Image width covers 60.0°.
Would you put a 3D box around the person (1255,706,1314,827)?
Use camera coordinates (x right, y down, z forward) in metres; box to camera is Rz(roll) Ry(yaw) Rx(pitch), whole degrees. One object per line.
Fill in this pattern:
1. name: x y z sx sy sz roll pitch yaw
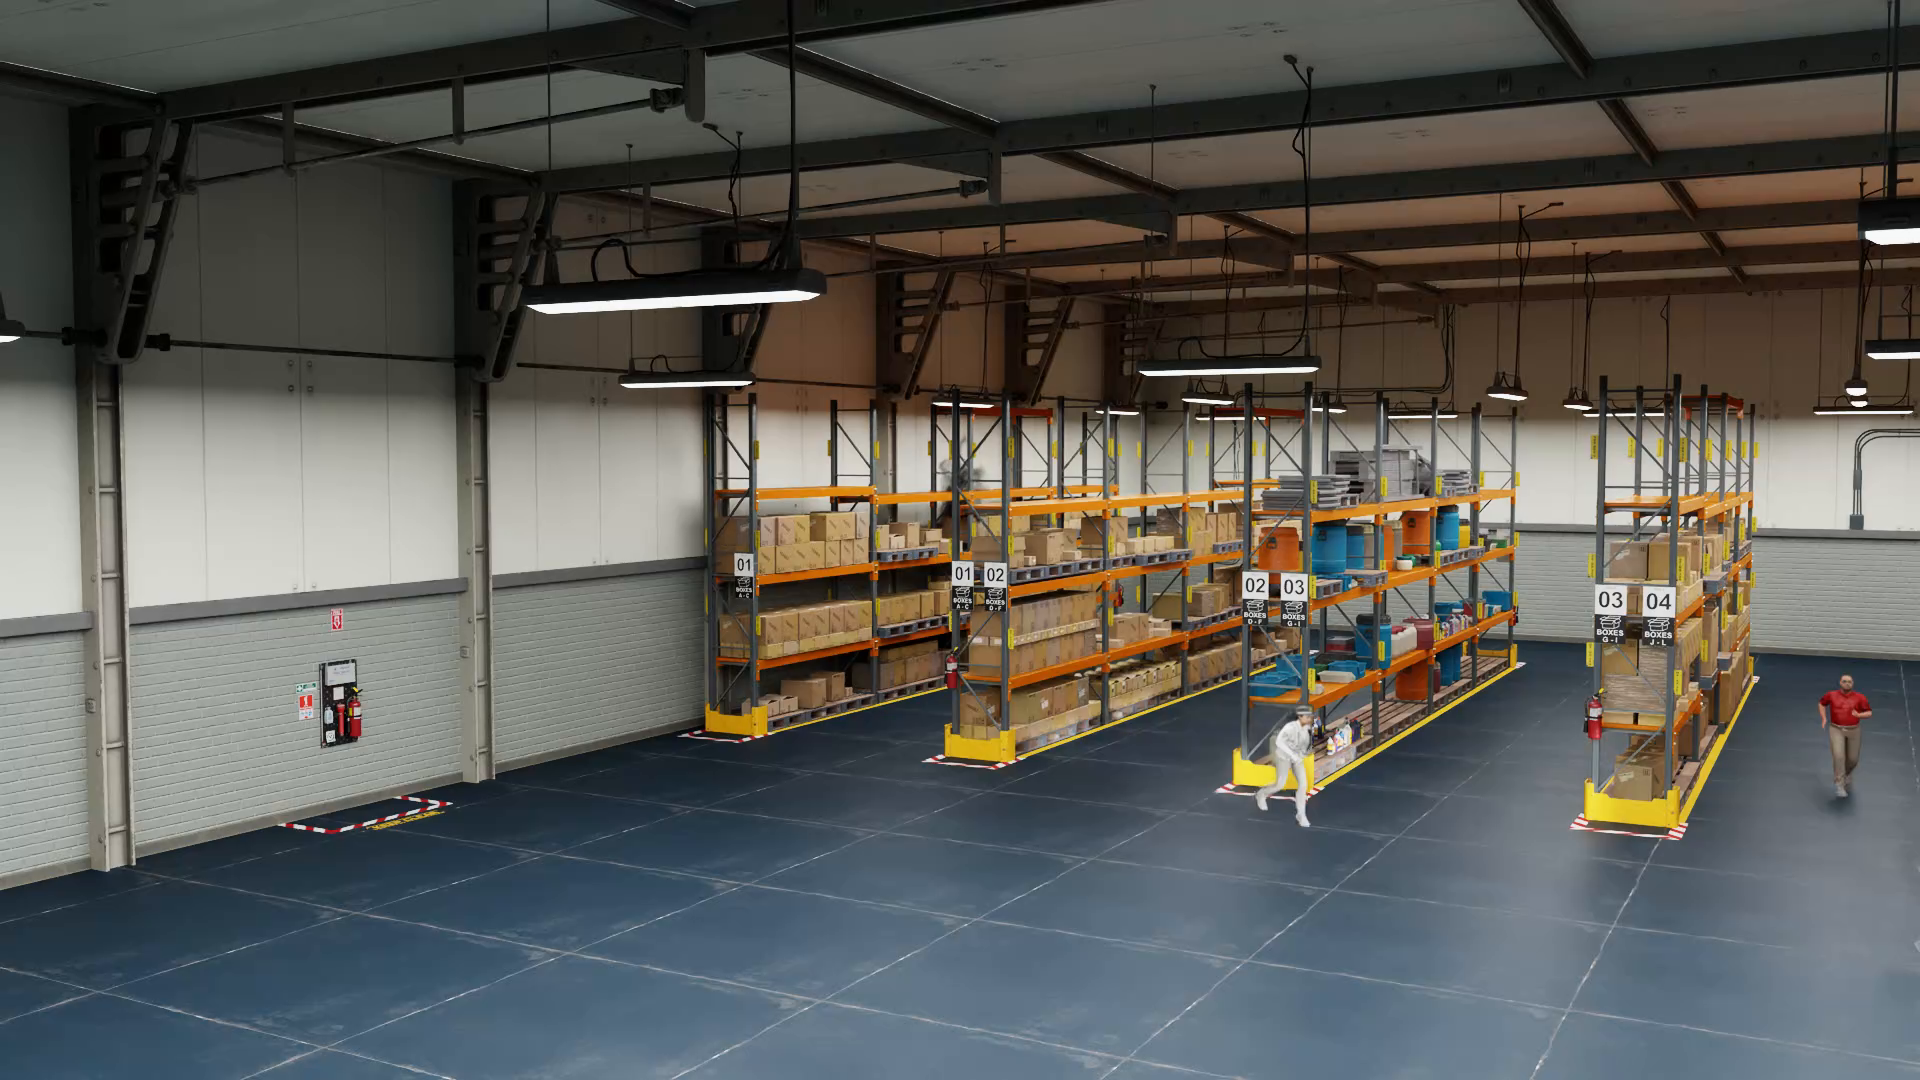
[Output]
1. person: 4.400 3.006 22.498 0.651 1.635 0.977 -3 4 -39

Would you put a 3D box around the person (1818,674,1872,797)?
1. person: 12.878 2.812 24.198 0.664 1.710 0.991 1 3 20

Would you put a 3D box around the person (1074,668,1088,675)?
1. person: 2.392 2.029 34.241 0.645 1.698 0.673 2 4 30
